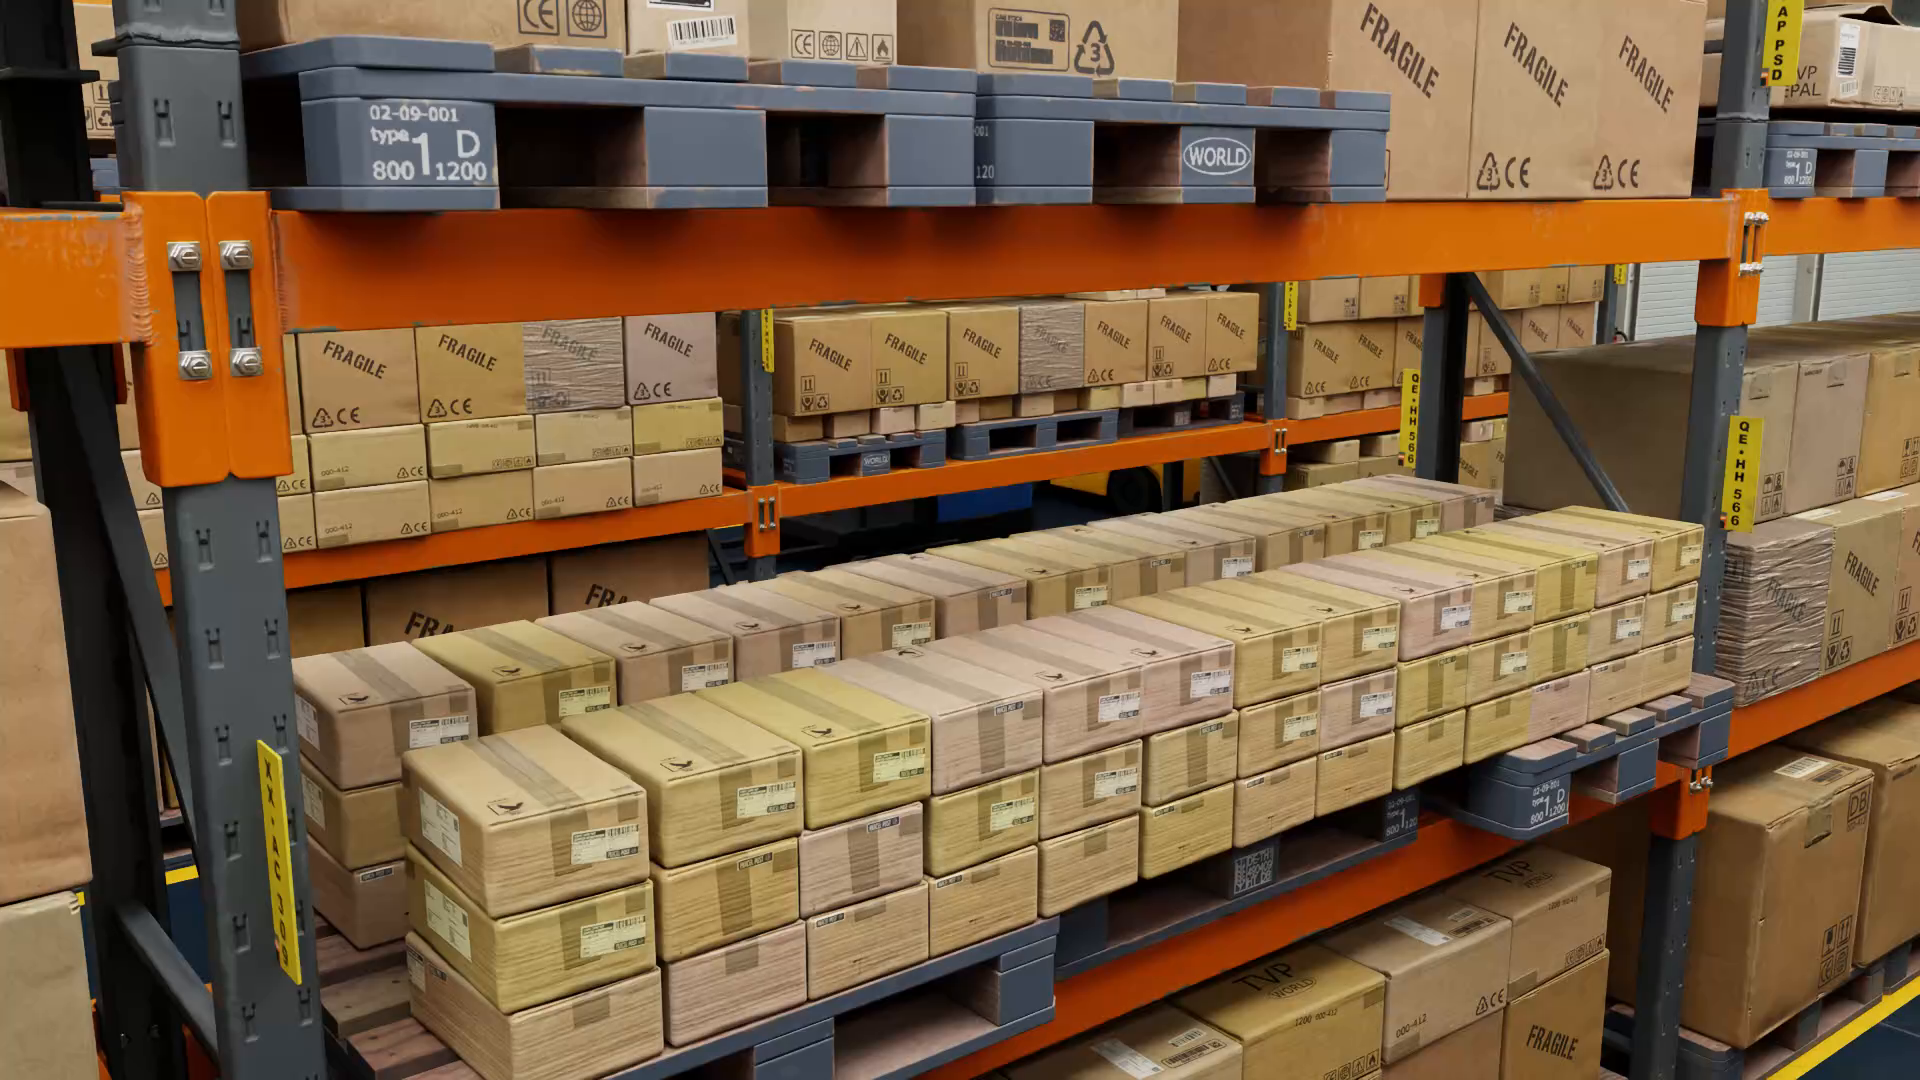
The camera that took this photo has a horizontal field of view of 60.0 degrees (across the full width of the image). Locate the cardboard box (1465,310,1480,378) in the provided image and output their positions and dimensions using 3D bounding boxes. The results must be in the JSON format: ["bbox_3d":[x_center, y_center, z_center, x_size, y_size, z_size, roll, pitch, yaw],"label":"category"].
[{"bbox_3d":[3.481,-1.461,12.329,0.500,0.500,0.500,-9,15,-37],"label":"cardboard box"}]

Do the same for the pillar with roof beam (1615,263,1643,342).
[{"bbox_3d":[12.777,-6.226,21.287,0.400,9.000,9.100,-9,15,-38],"label":"pillar with roof beam"}]

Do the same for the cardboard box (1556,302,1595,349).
[{"bbox_3d":[4.676,-1.652,13.230,0.500,0.500,0.500,-10,15,-39],"label":"cardboard box"}]

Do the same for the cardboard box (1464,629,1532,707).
[{"bbox_3d":[1.144,0.267,4.027,0.250,0.149,0.380,-9,15,-38],"label":"cardboard box"}]

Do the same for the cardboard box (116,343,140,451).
[{"bbox_3d":[-3.540,-0.634,6.747,0.500,0.500,0.500,-10,15,-38],"label":"cardboard box"}]

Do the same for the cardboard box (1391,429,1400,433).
[{"bbox_3d":[3.177,-0.740,12.132,0.250,0.149,0.380,-8,15,-34],"label":"cardboard box"}]

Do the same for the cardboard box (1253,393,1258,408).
[{"bbox_3d":[2.055,-1.055,11.982,0.250,0.149,0.380,-9,15,-36],"label":"cardboard box"}]

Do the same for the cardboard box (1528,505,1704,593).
[{"bbox_3d":[1.755,0.020,4.476,0.250,0.149,0.380,-10,16,-40],"label":"cardboard box"}]

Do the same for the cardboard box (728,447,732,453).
[{"bbox_3d":[-2.311,-0.733,14.565,0.625,0.625,0.875,-10,15,-38],"label":"cardboard box"}]

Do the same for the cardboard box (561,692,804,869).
[{"bbox_3d":[-0.463,0.387,2.746,0.250,0.149,0.380,-9,15,-36],"label":"cardboard box"}]

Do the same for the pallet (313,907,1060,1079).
[{"bbox_3d":[-0.584,0.793,3.137,1.213,0.211,1.003,-9,15,-38],"label":"pallet"}]

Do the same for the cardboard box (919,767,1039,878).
[{"bbox_3d":[-0.072,0.468,3.079,0.250,0.149,0.380,-10,16,-40],"label":"cardboard box"}]

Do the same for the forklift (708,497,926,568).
[{"bbox_3d":[-0.847,-1.283,12.615,3.031,2.935,1.121,-10,16,-40],"label":"forklift"}]

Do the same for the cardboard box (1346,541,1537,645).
[{"bbox_3d":[1.147,0.121,3.998,0.250,0.149,0.380,-9,15,-36],"label":"cardboard box"}]

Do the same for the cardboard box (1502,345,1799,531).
[{"bbox_3d":[2.209,-0.339,5.358,0.500,0.500,0.700,-10,15,-38],"label":"cardboard box"}]

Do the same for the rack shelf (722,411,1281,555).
[{"bbox_3d":[0.242,-0.442,10.221,4.000,0.370,1.077,-9,15,-38],"label":"rack shelf"}]

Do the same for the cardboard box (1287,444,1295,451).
[{"bbox_3d":[2.494,-0.467,12.411,0.500,0.500,0.500,-9,15,-37],"label":"cardboard box"}]

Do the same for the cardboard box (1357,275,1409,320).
[{"bbox_3d":[2.695,-1.822,11.622,0.500,0.500,0.700,-9,15,-37],"label":"cardboard box"}]

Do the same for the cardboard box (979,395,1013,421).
[{"bbox_3d":[0.098,-0.808,9.804,0.250,0.149,0.380,-9,15,-35],"label":"cardboard box"}]

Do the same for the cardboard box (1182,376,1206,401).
[{"bbox_3d":[1.358,-0.993,10.678,0.250,0.149,0.380,-10,16,-39],"label":"cardboard box"}]

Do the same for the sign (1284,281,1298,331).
[{"bbox_3d":[2.153,-1.530,10.827,0.005,0.325,0.100,-9,15,-38],"label":"sign"}]

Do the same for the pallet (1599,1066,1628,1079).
[{"bbox_3d":[1.241,1.720,5.018,1.213,0.211,1.003,-9,15,-38],"label":"pallet"}]

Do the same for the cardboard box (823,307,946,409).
[{"bbox_3d":[-0.421,-1.024,9.261,0.500,0.500,0.500,-8,15,-35],"label":"cardboard box"}]

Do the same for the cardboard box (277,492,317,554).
[{"bbox_3d":[-3.121,-0.088,7.181,0.500,0.250,0.500,-10,15,-38],"label":"cardboard box"}]

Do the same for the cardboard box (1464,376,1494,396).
[{"bbox_3d":[3.814,-1.189,12.612,0.250,0.149,0.380,-10,15,-38],"label":"cardboard box"}]

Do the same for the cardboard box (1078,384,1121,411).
[{"bbox_3d":[0.769,-0.894,10.213,0.250,0.149,0.380,-9,15,-38],"label":"cardboard box"}]

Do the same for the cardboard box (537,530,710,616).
[{"bbox_3d":[-1.911,0.376,8.743,0.875,0.875,0.875,-10,15,-38],"label":"cardboard box"}]

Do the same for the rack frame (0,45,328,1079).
[{"bbox_3d":[-1.272,0.774,2.761,0.127,3.000,1.000,-9,15,-38],"label":"rack frame"}]

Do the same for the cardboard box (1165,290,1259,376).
[{"bbox_3d":[1.587,-1.356,10.826,0.500,0.500,0.500,-10,15,-39],"label":"cardboard box"}]

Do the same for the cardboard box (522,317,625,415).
[{"bbox_3d":[-1.955,-0.895,7.974,0.500,0.500,0.500,-9,15,-37],"label":"cardboard box"}]

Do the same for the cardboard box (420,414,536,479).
[{"bbox_3d":[-2.324,-0.465,7.753,0.500,0.250,0.500,-10,16,-39],"label":"cardboard box"}]

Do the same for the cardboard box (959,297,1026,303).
[{"bbox_3d":[0.079,-1.244,10.296,0.500,0.500,0.500,-10,16,-40],"label":"cardboard box"}]

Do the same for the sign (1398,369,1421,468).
[{"bbox_3d":[1.502,-0.401,5.507,0.005,0.325,0.100,-9,15,-38],"label":"sign"}]

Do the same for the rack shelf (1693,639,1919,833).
[{"bbox_3d":[3.413,0.348,6.502,4.000,0.370,1.077,-9,15,-38],"label":"rack shelf"}]

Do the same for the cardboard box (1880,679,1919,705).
[{"bbox_3d":[3.791,0.851,6.805,0.750,0.750,1.050,-9,15,-38],"label":"cardboard box"}]

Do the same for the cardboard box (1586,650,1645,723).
[{"bbox_3d":[1.559,0.343,4.385,0.250,0.149,0.380,-9,15,-38],"label":"cardboard box"}]

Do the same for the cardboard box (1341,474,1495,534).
[{"bbox_3d":[1.366,-0.089,4.989,0.250,0.149,0.380,-9,15,-38],"label":"cardboard box"}]

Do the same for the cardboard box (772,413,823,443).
[{"bbox_3d":[-0.950,-0.629,8.963,0.250,0.149,0.380,-11,16,-41],"label":"cardboard box"}]

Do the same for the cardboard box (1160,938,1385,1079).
[{"bbox_3d":[0.687,1.168,4.110,0.500,0.250,0.500,-9,15,-36],"label":"cardboard box"}]

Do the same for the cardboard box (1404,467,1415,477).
[{"bbox_3d":[3.250,-0.452,12.339,0.500,0.500,0.500,-8,15,-35],"label":"cardboard box"}]

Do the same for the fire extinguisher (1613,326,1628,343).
[{"bbox_3d":[5.305,-1.475,13.539,0.183,0.674,0.296,-9,15,-38],"label":"fire extinguisher"}]

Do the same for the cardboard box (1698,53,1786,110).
[{"bbox_3d":[2.212,-1.361,4.947,0.250,0.149,0.380,-10,16,-40],"label":"cardboard box"}]

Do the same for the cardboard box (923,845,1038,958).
[{"bbox_3d":[-0.070,0.614,3.109,0.250,0.149,0.380,-9,15,-37],"label":"cardboard box"}]

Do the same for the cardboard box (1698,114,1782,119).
[{"bbox_3d":[2.480,-1.607,5.717,0.500,0.311,0.500,-9,15,-38],"label":"cardboard box"}]

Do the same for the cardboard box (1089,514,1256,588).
[{"bbox_3d":[0.550,0.046,4.350,0.250,0.149,0.380,-9,15,-35],"label":"cardboard box"}]

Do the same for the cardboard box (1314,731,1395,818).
[{"bbox_3d":[0.749,0.477,3.755,0.250,0.149,0.380,-9,15,-36],"label":"cardboard box"}]

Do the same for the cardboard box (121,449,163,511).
[{"bbox_3d":[-3.534,-0.270,6.837,0.500,0.250,0.500,-9,15,-37],"label":"cardboard box"}]

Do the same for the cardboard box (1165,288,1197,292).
[{"bbox_3d":[1.259,-1.439,11.216,0.500,0.500,0.500,-9,15,-36],"label":"cardboard box"}]

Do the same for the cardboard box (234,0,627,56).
[{"bbox_3d":[-0.907,-0.979,2.543,0.500,0.500,0.700,-9,15,-38],"label":"cardboard box"}]

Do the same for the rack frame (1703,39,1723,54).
[{"bbox_3d":[1.854,-2.679,4.579,0.053,2.616,0.949,-9,15,-38],"label":"rack frame"}]

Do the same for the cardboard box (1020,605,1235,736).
[{"bbox_3d":[0.332,0.256,3.362,0.250,0.149,0.380,-9,15,-36],"label":"cardboard box"}]

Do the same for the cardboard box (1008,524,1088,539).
[{"bbox_3d":[0.837,0.189,10.834,0.625,0.372,0.950,-8,15,-34],"label":"cardboard box"}]

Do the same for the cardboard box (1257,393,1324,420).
[{"bbox_3d":[2.250,-0.919,11.342,0.250,0.149,0.380,-10,15,-38],"label":"cardboard box"}]

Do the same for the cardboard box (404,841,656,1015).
[{"bbox_3d":[-0.677,0.570,2.602,0.250,0.149,0.380,-9,15,-37],"label":"cardboard box"}]

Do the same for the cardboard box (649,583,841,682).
[{"bbox_3d":[-0.463,0.215,3.558,0.250,0.149,0.380,-9,15,-38],"label":"cardboard box"}]

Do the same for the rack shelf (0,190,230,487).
[{"bbox_3d":[-2.833,-0.082,1.302,4.000,0.370,1.077,-9,15,-38],"label":"rack shelf"}]

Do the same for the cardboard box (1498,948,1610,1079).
[{"bbox_3d":[1.501,1.400,4.819,0.500,0.500,0.500,-10,15,-38],"label":"cardboard box"}]

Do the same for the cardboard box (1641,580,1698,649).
[{"bbox_3d":[1.750,0.165,4.507,0.250,0.149,0.380,-9,15,-37],"label":"cardboard box"}]
